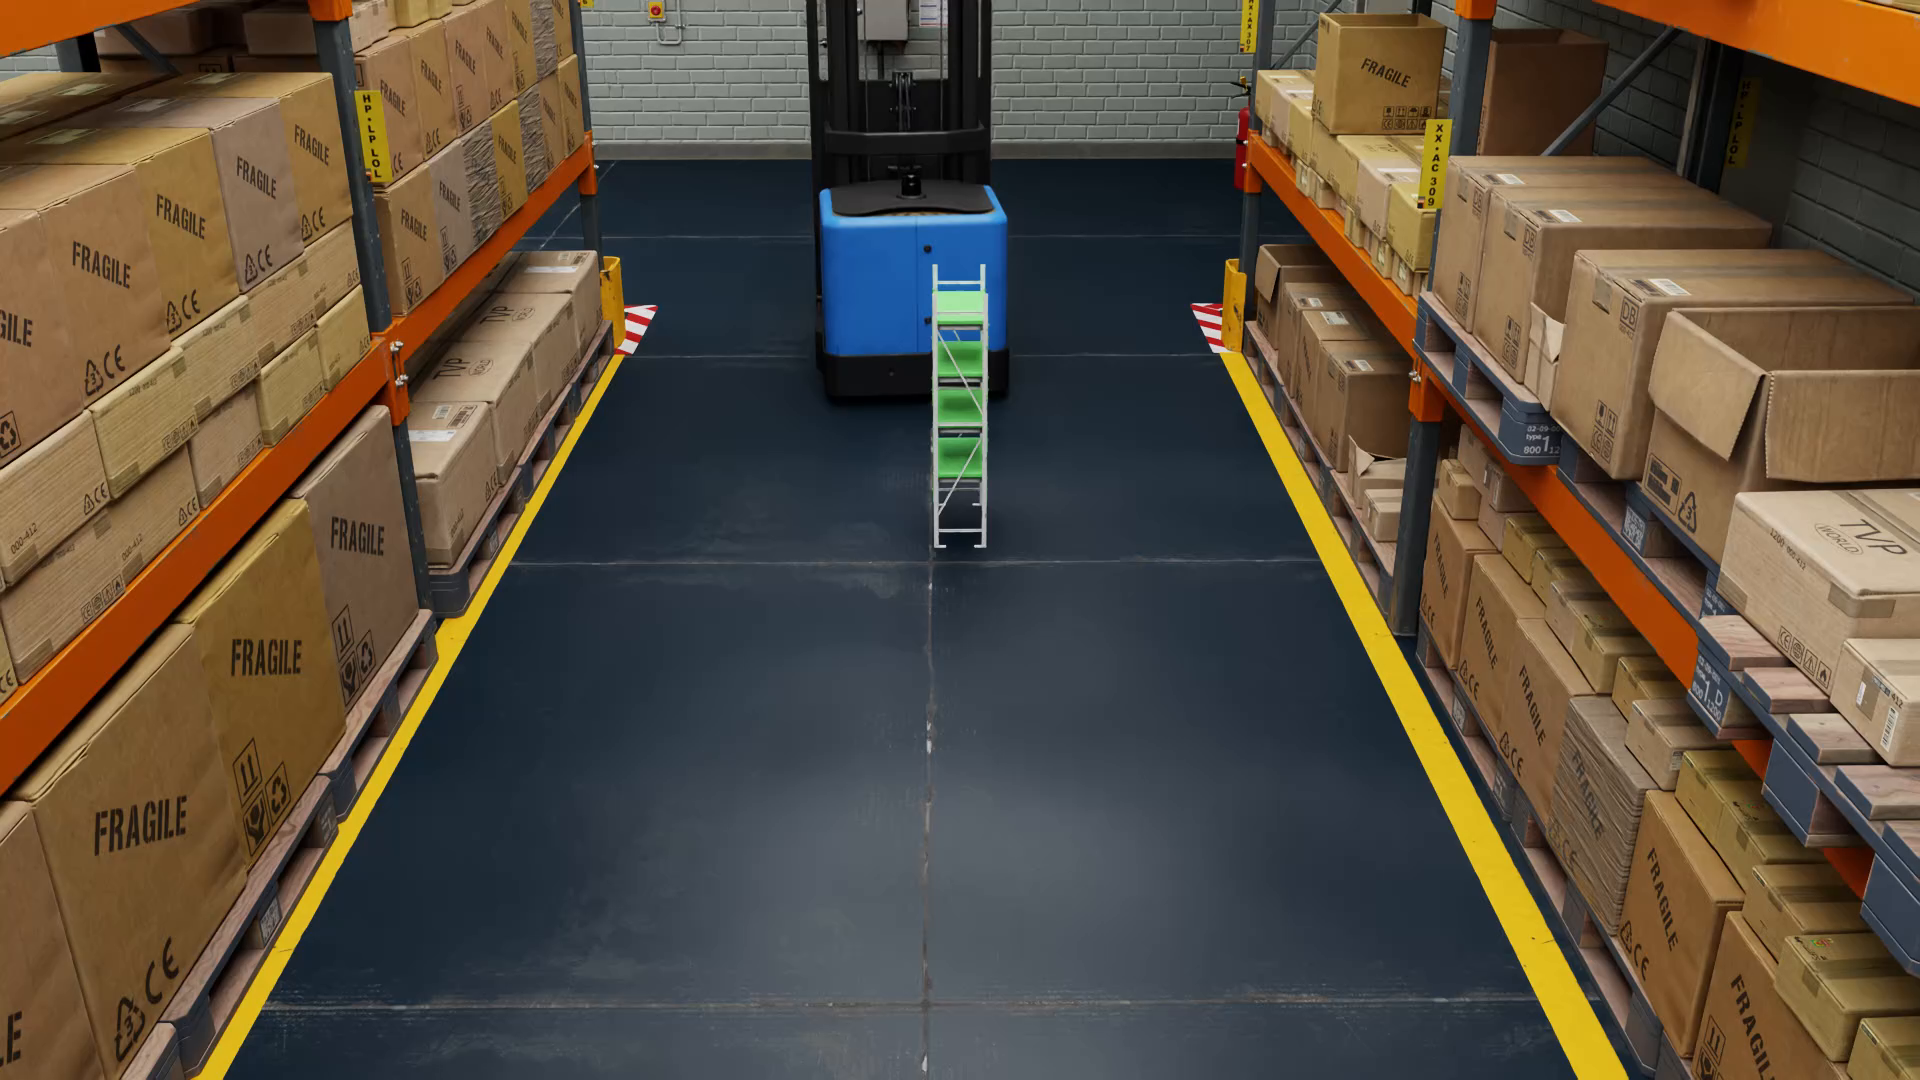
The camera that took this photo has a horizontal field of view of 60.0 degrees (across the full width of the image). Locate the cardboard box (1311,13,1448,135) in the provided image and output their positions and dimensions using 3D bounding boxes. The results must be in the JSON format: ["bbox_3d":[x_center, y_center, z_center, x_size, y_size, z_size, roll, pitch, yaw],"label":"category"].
[{"bbox_3d":[1.997,-2.241,7.976,0.500,0.500,0.500,0,24,1],"label":"cardboard box"}]

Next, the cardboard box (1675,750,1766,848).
[{"bbox_3d":[2.120,0.675,4.354,0.380,0.149,0.250,-1,24,-1],"label":"cardboard box"}]

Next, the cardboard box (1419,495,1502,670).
[{"bbox_3d":[2.069,0.158,6.285,0.500,0.500,0.500,1,24,2],"label":"cardboard box"}]

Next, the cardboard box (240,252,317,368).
[{"bbox_3d":[-2.414,-0.739,5.320,0.500,0.250,0.500,0,24,1],"label":"cardboard box"}]

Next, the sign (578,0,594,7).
[{"bbox_3d":[-2.175,-3.247,9.596,0.100,0.325,0.005,0,24,-1],"label":"sign"}]

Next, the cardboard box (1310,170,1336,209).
[{"bbox_3d":[1.962,-1.748,8.279,0.380,0.149,0.250,0,24,1],"label":"cardboard box"}]

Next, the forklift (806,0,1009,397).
[{"bbox_3d":[-0.382,-2.713,10.193,1.130,2.935,3.031,-2,24,-5],"label":"forklift"}]

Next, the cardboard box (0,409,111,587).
[{"bbox_3d":[-2.387,-0.106,3.919,0.500,0.250,0.500,0,24,-1],"label":"cardboard box"}]

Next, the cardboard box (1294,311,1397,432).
[{"bbox_3d":[2.033,-0.868,8.552,0.500,0.500,0.500,0,24,0],"label":"cardboard box"}]

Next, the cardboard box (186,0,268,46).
[{"bbox_3d":[-2.891,-1.998,6.405,0.380,0.149,0.250,0,24,1],"label":"cardboard box"}]

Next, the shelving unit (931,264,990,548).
[{"bbox_3d":[-0.002,-0.615,7.654,0.258,1.200,0.503,0,24,-1],"label":"shelving unit"}]

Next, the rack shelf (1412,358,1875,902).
[{"bbox_3d":[2.311,0.162,4.625,1.077,0.370,4.000,0,24,-1],"label":"rack shelf"}]

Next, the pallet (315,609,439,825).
[{"bbox_3d":[-2.591,0.622,6.119,1.003,0.211,1.213,0,24,-1],"label":"pallet"}]

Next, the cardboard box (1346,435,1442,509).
[{"bbox_3d":[1.985,-0.311,7.606,0.396,0.266,0.258,1,24,1],"label":"cardboard box"}]

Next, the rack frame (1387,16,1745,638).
[{"bbox_3d":[2.289,-0.990,6.299,1.000,3.000,0.127,0,24,-1],"label":"rack frame"}]

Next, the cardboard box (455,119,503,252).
[{"bbox_3d":[-2.418,-1.619,7.568,0.500,0.500,0.500,0,24,0],"label":"cardboard box"}]

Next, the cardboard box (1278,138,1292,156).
[{"bbox_3d":[2.023,-2.283,9.462,0.380,0.149,0.250,0,24,1],"label":"cardboard box"}]

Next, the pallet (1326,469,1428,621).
[{"bbox_3d":[2.282,-0.002,7.500,1.003,0.211,1.213,0,24,-1],"label":"pallet"}]

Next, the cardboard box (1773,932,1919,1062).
[{"bbox_3d":[2.040,0.995,3.646,0.380,0.149,0.250,-1,24,-3],"label":"cardboard box"}]

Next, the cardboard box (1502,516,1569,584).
[{"bbox_3d":[2.121,0.030,5.779,0.380,0.149,0.250,-1,24,-3],"label":"cardboard box"}]

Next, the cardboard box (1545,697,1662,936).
[{"bbox_3d":[2.085,0.797,4.872,0.500,0.500,0.500,-1,24,-2],"label":"cardboard box"}]

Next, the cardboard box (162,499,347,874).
[{"bbox_3d":[-2.570,0.438,5.211,0.875,0.875,0.875,0,24,1],"label":"cardboard box"}]

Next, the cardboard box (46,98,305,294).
[{"bbox_3d":[-2.406,-1.071,5.144,0.500,0.500,0.500,0,24,0],"label":"cardboard box"}]

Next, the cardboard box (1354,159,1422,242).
[{"bbox_3d":[2.019,-1.472,7.187,0.500,0.250,0.500,0,24,0],"label":"cardboard box"}]

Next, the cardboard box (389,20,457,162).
[{"bbox_3d":[-2.437,-1.873,6.916,0.500,0.500,0.500,-1,24,-1],"label":"cardboard box"}]

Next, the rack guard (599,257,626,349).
[{"bbox_3d":[-2.718,-1.485,10.428,1.175,0.500,0.348,0,24,-1],"label":"rack guard"}]

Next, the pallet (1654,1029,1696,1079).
[{"bbox_3d":[2.362,1.621,3.910,1.003,0.211,1.213,0,24,-1],"label":"pallet"}]

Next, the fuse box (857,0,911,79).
[{"bbox_3d":[-0.701,-4.300,15.181,0.539,1.711,0.414,0,24,-1],"label":"fuse box"}]

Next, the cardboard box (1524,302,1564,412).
[{"bbox_3d":[1.920,-0.546,4.971,0.396,0.266,0.258,1,24,2],"label":"cardboard box"}]

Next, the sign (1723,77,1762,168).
[{"bbox_3d":[2.844,-1.522,6.069,0.100,0.325,0.005,0,24,-1],"label":"sign"}]

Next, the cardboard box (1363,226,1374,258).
[{"bbox_3d":[2.005,-1.328,7.352,0.380,0.149,0.250,0,24,1],"label":"cardboard box"}]

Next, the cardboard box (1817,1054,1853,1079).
[{"bbox_3d":[2.113,1.432,3.467,0.500,0.500,0.500,0,24,1],"label":"cardboard box"}]

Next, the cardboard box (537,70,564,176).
[{"bbox_3d":[-2.458,-2.256,8.976,0.500,0.500,0.500,-1,24,-2],"label":"cardboard box"}]

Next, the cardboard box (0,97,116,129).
[{"bbox_3d":[-2.924,-1.075,5.153,0.500,0.500,0.500,0,24,-1],"label":"cardboard box"}]

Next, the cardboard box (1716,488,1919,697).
[{"bbox_3d":[1.997,0.102,3.557,0.500,0.250,0.500,-1,24,-3],"label":"cardboard box"}]

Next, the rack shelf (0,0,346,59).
[{"bbox_3d":[-2.653,-1.181,3.954,1.077,0.370,4.000,0,24,-1],"label":"rack shelf"}]

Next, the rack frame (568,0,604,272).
[{"bbox_3d":[-2.718,-2.615,9.891,1.000,3.000,0.127,0,24,-1],"label":"rack frame"}]

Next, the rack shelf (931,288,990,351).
[{"bbox_3d":[-0.002,-0.994,7.482,0.258,0.148,0.480,0,24,-1],"label":"rack shelf"}]

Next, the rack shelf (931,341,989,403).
[{"bbox_3d":[-0.002,-0.775,7.581,0.258,0.148,0.480,0,24,-1],"label":"rack shelf"}]

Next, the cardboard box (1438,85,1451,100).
[{"bbox_3d":[2.520,-2.305,9.027,0.500,0.250,0.500,0,24,0],"label":"cardboard box"}]

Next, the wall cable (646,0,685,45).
[{"bbox_3d":[-2.803,-5.415,14.812,0.585,1.953,0.123,0,24,-1],"label":"wall cable"}]

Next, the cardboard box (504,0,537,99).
[{"bbox_3d":[-2.438,-2.499,8.301,0.500,0.500,0.500,0,24,-1],"label":"cardboard box"}]

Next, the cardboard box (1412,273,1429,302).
[{"bbox_3d":[2.033,-1.006,6.639,0.380,0.149,0.250,0,24,0],"label":"cardboard box"}]

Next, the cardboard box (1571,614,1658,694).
[{"bbox_3d":[2.104,0.349,5.076,0.380,0.149,0.250,1,24,1],"label":"cardboard box"}]

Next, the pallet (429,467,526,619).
[{"bbox_3d":[-2.605,-0.009,7.515,1.003,0.211,1.213,0,24,-1],"label":"pallet"}]

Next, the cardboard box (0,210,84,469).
[{"bbox_3d":[-2.397,-0.441,3.751,0.500,0.500,0.500,0,24,1],"label":"cardboard box"}]

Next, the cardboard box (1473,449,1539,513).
[{"bbox_3d":[2.077,-0.218,5.967,0.380,0.149,0.250,-1,24,-3],"label":"cardboard box"}]

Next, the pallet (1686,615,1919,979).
[{"bbox_3d":[2.255,0.467,3.311,1.213,0.211,1.003,0,24,-1],"label":"pallet"}]

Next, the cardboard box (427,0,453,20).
[{"bbox_3d":[-2.398,-2.317,7.112,0.380,0.149,0.250,-1,24,-2],"label":"cardboard box"}]

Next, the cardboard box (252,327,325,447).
[{"bbox_3d":[-2.413,-0.504,5.407,0.500,0.250,0.500,-1,24,-1],"label":"cardboard box"}]

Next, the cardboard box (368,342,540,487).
[{"bbox_3d":[-2.585,-0.618,8.077,0.875,0.438,0.875,-1,24,-2],"label":"cardboard box"}]

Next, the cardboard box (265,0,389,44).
[{"bbox_3d":[-2.437,-2.000,6.410,0.380,0.149,0.250,0,24,0],"label":"cardboard box"}]

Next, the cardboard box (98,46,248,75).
[{"bbox_3d":[-2.956,-1.661,6.447,0.500,0.500,0.500,0,24,-1],"label":"cardboard box"}]

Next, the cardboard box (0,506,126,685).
[{"bbox_3d":[-2.408,0.120,4.027,0.500,0.250,0.500,1,24,1],"label":"cardboard box"}]

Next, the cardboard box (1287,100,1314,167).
[{"bbox_3d":[1.995,-2.101,8.576,0.500,0.250,0.500,-1,24,-2],"label":"cardboard box"}]

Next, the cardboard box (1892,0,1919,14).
[{"bbox_3d":[2.078,-1.058,2.991,0.500,0.250,0.500,0,24,0],"label":"cardboard box"}]
